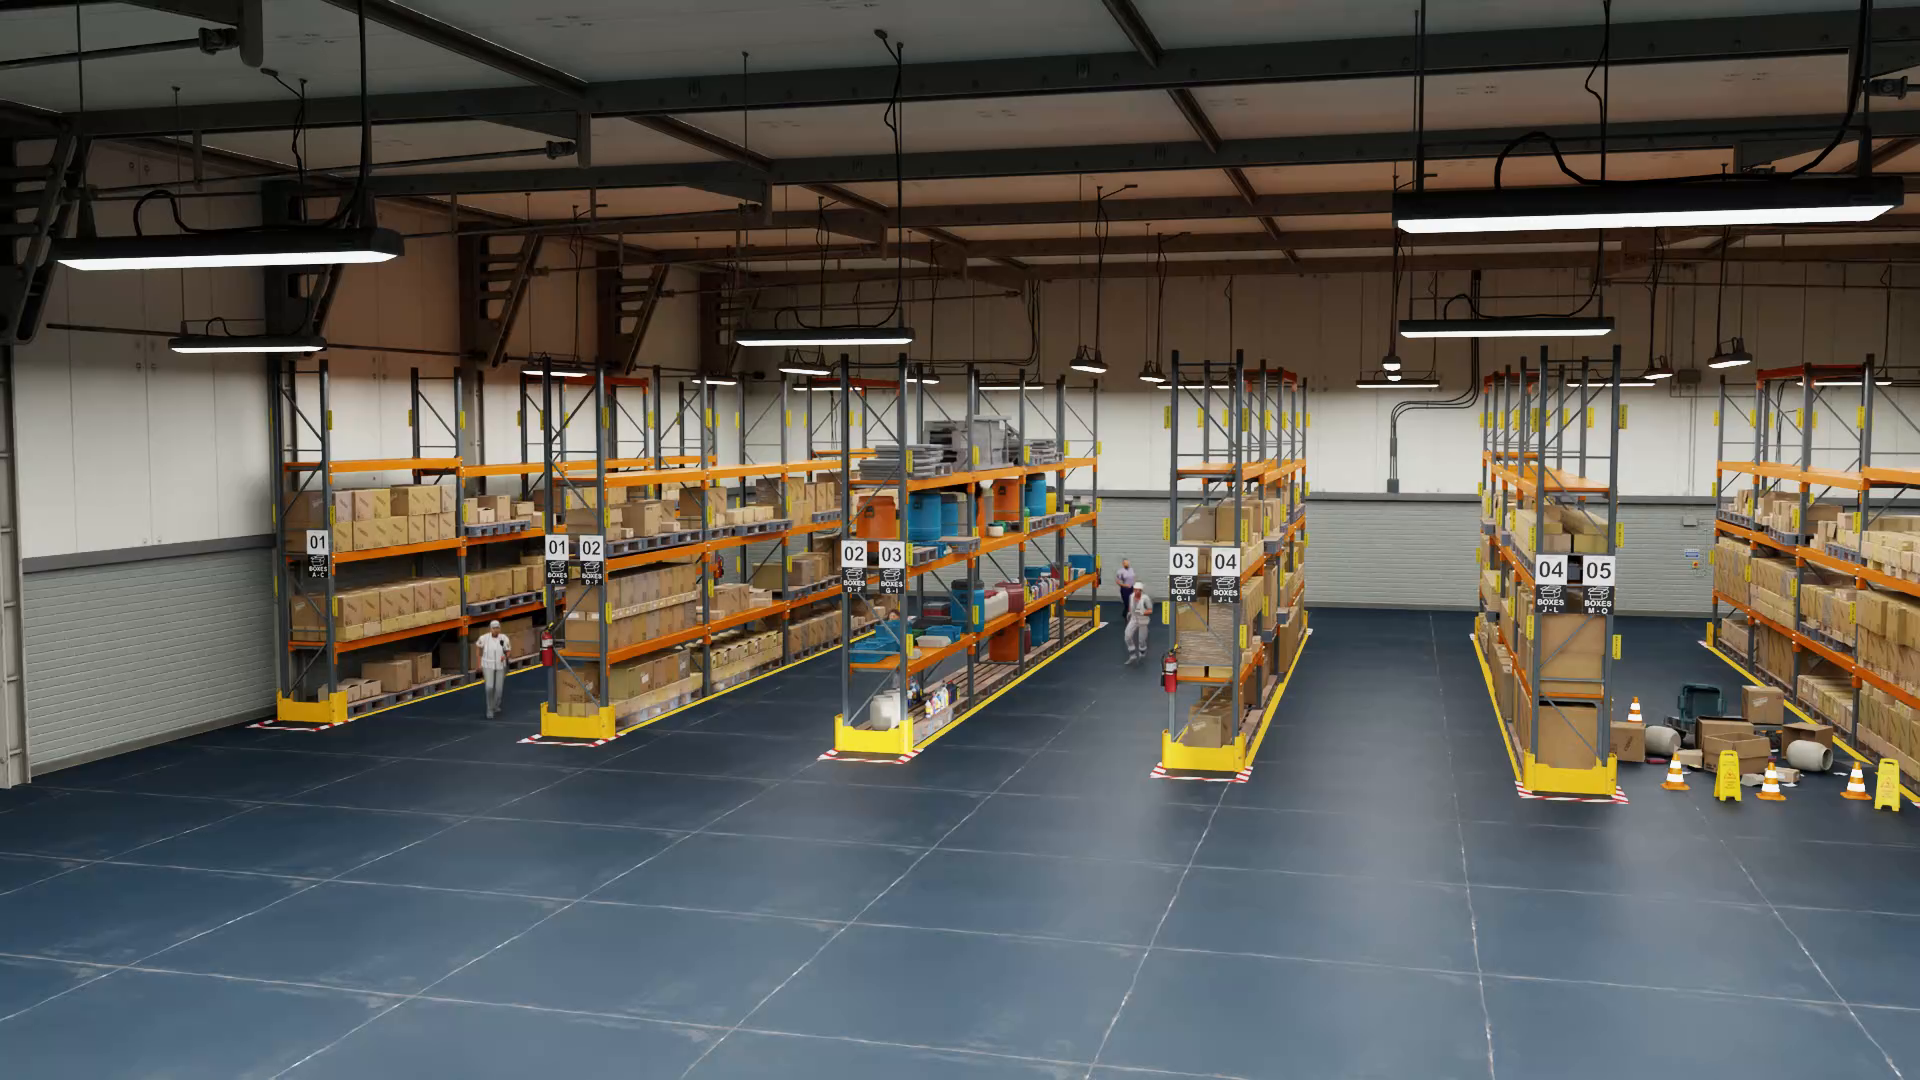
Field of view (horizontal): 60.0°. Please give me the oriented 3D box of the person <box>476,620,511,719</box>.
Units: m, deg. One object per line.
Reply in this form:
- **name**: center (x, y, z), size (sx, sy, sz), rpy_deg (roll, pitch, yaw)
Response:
- **person**: center (-7.864, 2.182, 28.067), size (0.549, 1.683, 0.802), rpy_deg (-2, 4, -23)

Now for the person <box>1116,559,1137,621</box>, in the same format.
- **person**: center (4.113, 1.275, 40.677), size (0.636, 1.642, 0.821), rpy_deg (-2, 4, -20)

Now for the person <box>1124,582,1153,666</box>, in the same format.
- **person**: center (3.689, 1.693, 33.939), size (0.633, 1.711, 0.970), rpy_deg (2, 5, 26)

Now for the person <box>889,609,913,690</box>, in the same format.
- **person**: center (-1.066, 2.044, 30.553), size (0.603, 1.609, 0.969), rpy_deg (1, 4, 17)
